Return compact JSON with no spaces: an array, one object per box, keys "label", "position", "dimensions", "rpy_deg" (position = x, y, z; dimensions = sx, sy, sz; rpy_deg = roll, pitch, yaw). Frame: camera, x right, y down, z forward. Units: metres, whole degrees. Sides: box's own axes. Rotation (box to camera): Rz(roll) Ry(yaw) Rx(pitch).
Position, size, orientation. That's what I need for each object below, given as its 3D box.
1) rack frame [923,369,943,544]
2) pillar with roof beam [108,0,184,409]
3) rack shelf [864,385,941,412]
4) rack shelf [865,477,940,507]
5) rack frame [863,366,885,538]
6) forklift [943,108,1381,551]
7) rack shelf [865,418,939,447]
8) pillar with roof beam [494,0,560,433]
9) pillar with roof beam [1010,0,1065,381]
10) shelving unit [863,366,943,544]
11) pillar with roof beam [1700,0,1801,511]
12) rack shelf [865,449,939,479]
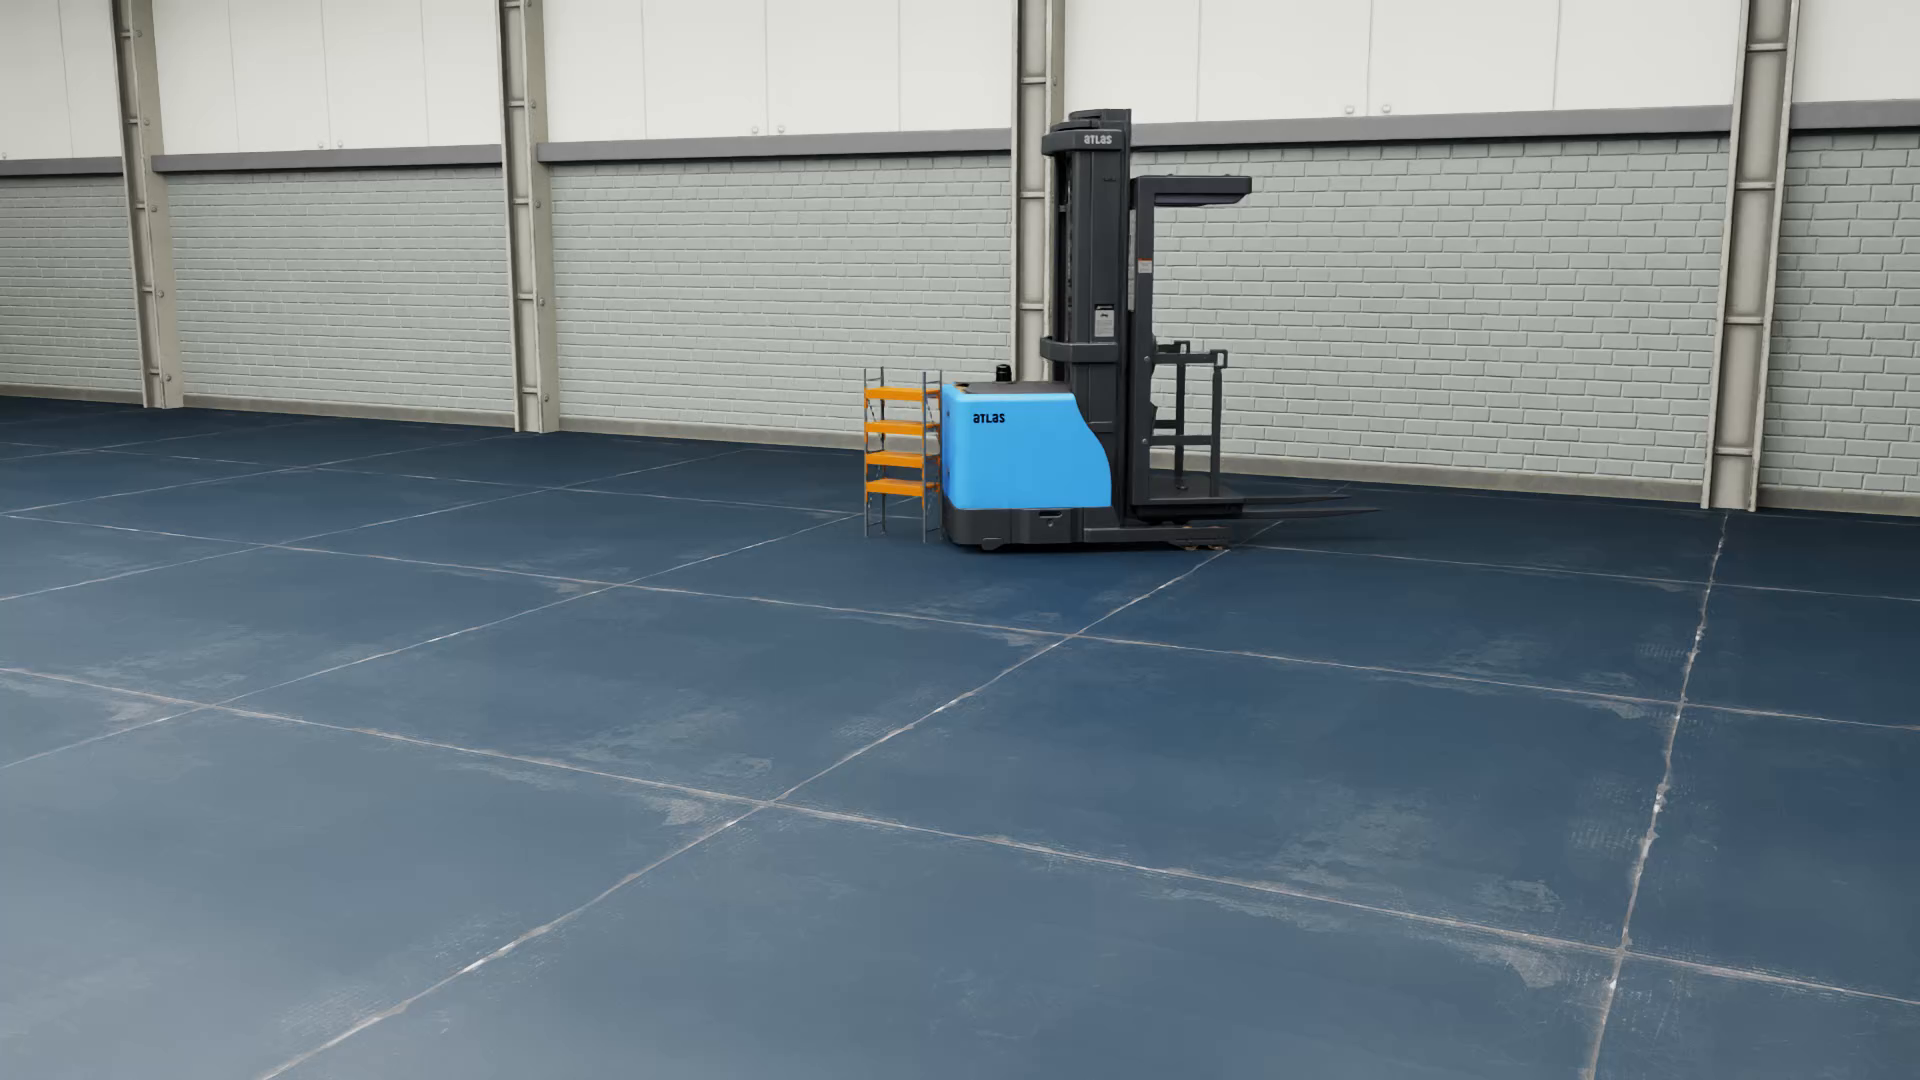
[{"label":"rack frame","position":[-0.189,-0.580,11.565],"dimensions":[0.015,1.200,0.240],"rpy_deg":[6,12,30]},{"label":"pillar with roof beam","position":[-11.955,-5.421,16.413],"dimensions":[0.400,9.000,9.100],"rpy_deg":[5,11,26]},{"label":"rack shelf","position":[-0.398,-0.989,11.618],"dimensions":[0.480,0.148,0.258],"rpy_deg":[6,12,30]},{"label":"rack shelf","position":[-0.398,-0.340,11.735],"dimensions":[0.480,0.148,0.258],"rpy_deg":[6,12,30]},{"label":"rack frame","position":[-0.608,-0.624,11.810],"dimensions":[0.015,1.200,0.240],"rpy_deg":[6,12,30]},{"label":"forklift","position":[1.410,-1.462,11.579],"dimensions":[3.031,2.935,1.130],"rpy_deg":[-1,10,-7]},{"label":"rack shelf","position":[-0.398,-0.756,11.660],"dimensions":[0.480,0.148,0.258],"rpy_deg":[6,12,30]},{"label":"pillar with roof beam","position":[-6.574,-4.948,13.801],"dimensions":[0.400,9.000,9.100],"rpy_deg":[5,11,26]},{"label":"pillar with roof beam","position":[-1.194,-4.475,11.188],"dimensions":[0.400,9.000,9.100],"rpy_deg":[5,11,26]},{"label":"shelving unit","position":[-0.398,-0.602,11.688],"dimensions":[0.503,1.200,0.258],"rpy_deg":[6,12,30]},{"label":"pillar with roof beam","position":[4.187,-4.002,8.576],"dimensions":[0.400,9.000,9.100],"rpy_deg":[5,11,26]},{"label":"rack shelf","position":[-0.398,-0.536,11.700],"dimensions":[0.480,0.148,0.258],"rpy_deg":[6,12,30]}]
